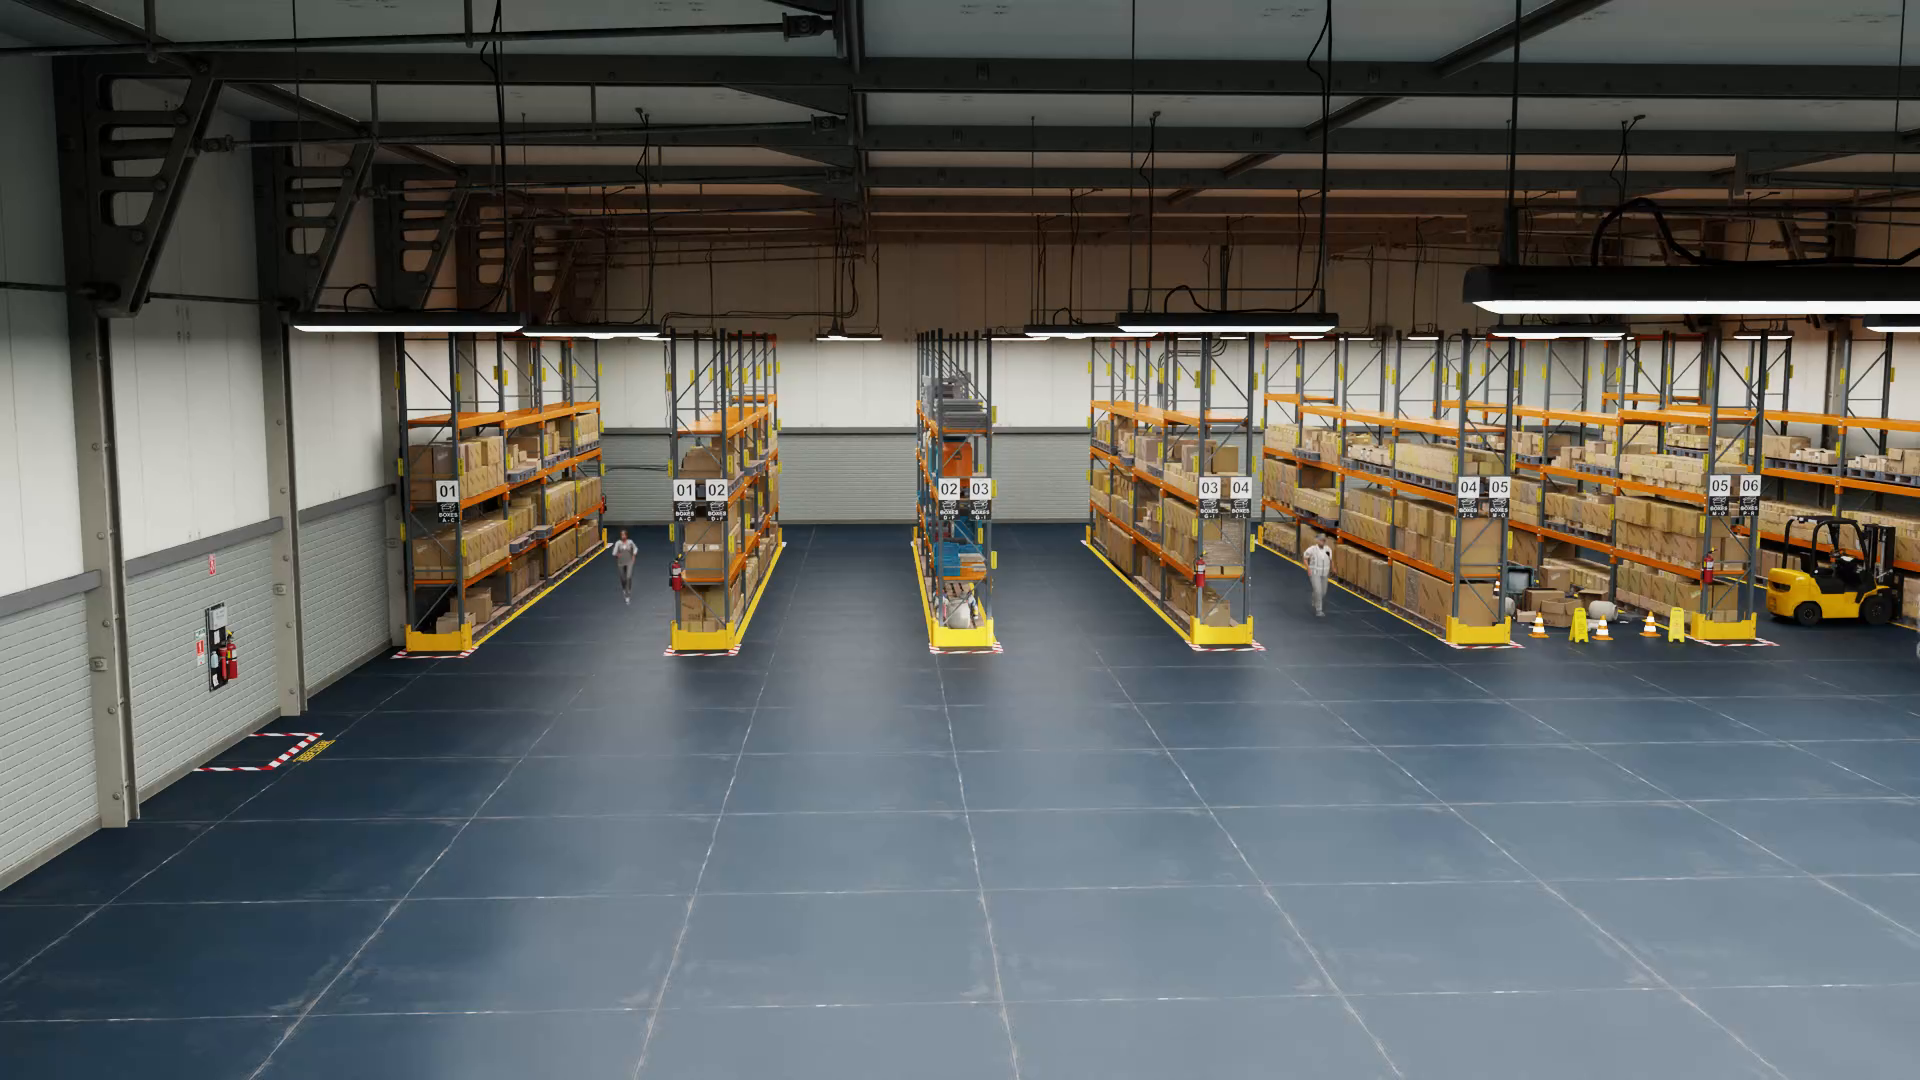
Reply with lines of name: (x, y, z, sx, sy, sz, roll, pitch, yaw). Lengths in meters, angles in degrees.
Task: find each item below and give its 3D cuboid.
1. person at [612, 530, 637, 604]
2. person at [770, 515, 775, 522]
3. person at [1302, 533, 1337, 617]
person: (-7.444, 0.570, 36.942, 0.536, 1.610, 0.875, -1, 7, -9)
person: (-5.627, -0.803, 48.327, 0.539, 1.664, 0.653, 2, 7, 17)
person: (7.590, 0.712, 35.338, 0.644, 1.764, 0.839, -2, 7, -13)
